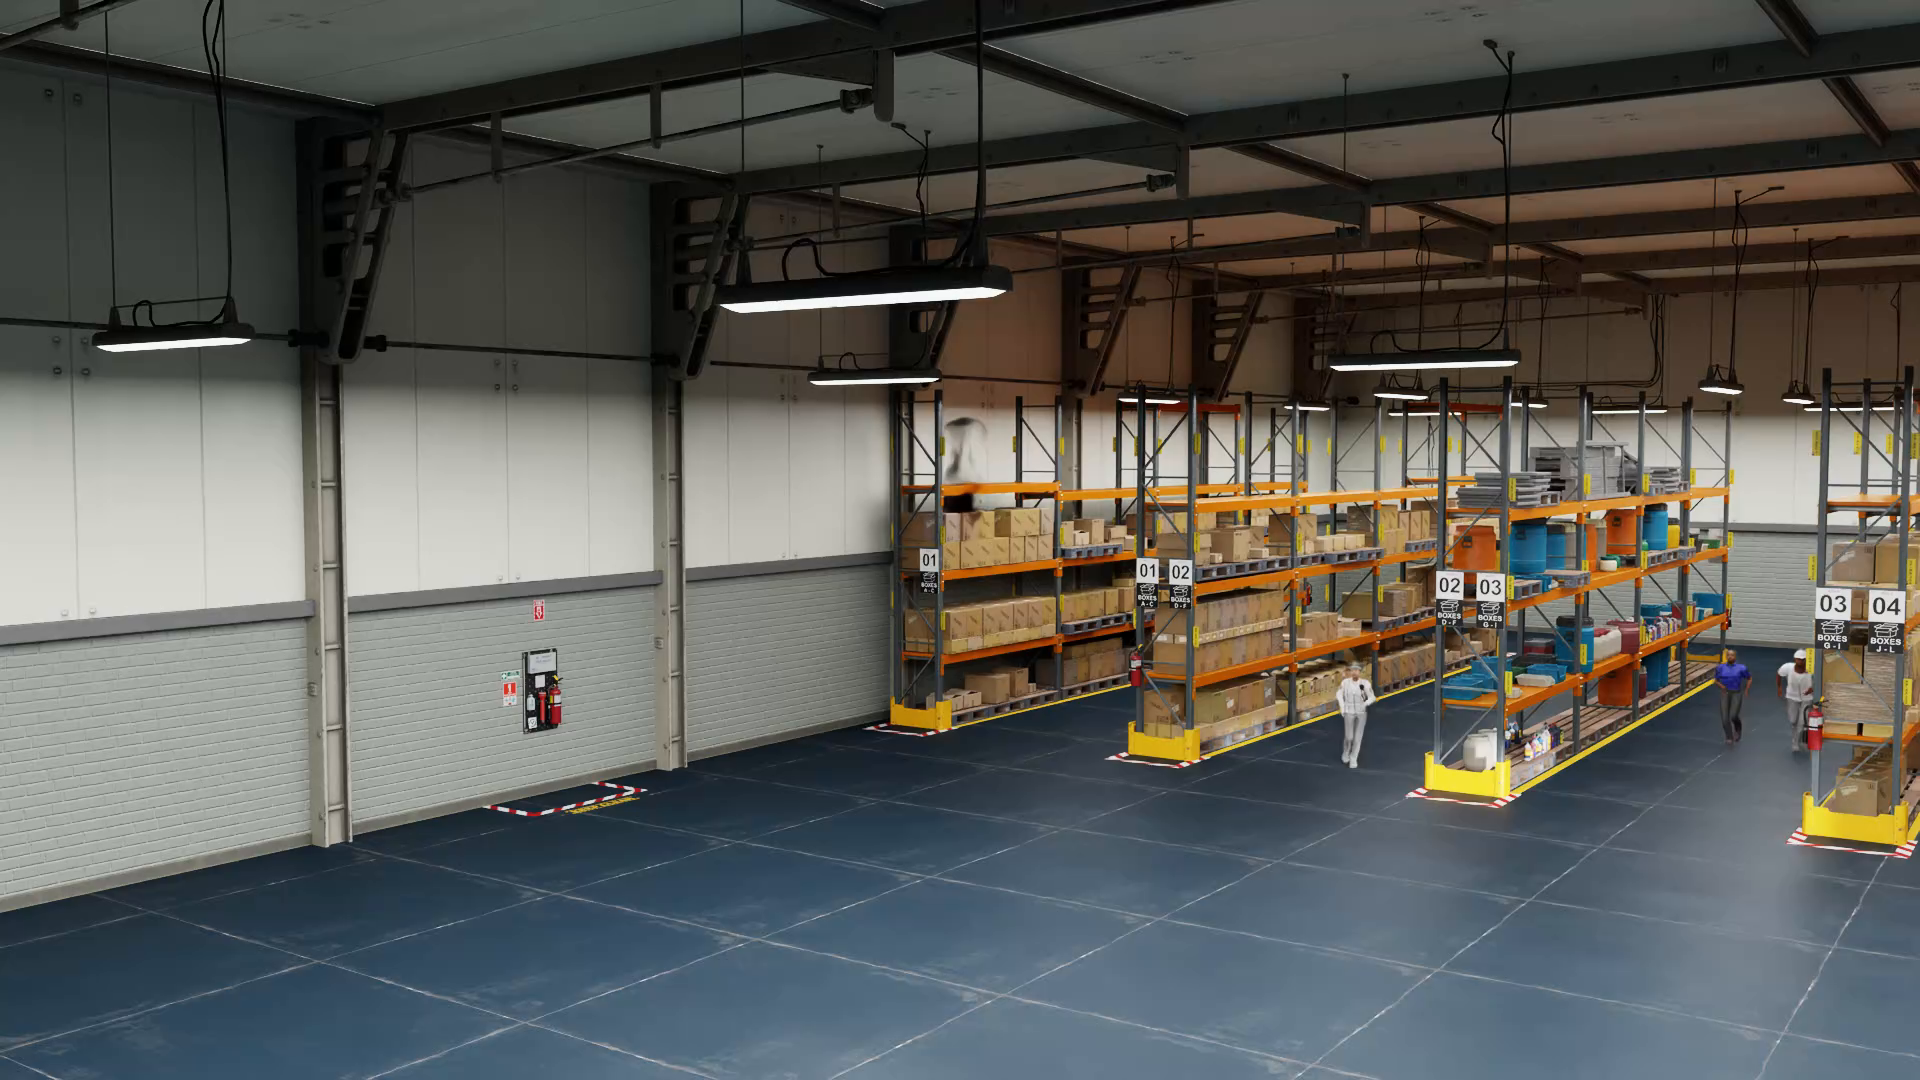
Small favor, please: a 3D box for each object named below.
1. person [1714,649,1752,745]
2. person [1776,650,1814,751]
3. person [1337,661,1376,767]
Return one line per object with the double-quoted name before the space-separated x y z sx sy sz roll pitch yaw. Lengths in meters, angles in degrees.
"person" 12.861 2.676 27.769 0.535 1.526 0.562 2 4 34
"person" 13.783 2.635 27.318 0.689 1.683 0.733 2 4 26
"person" 6.156 2.713 25.872 0.598 1.666 0.544 1 3 15
